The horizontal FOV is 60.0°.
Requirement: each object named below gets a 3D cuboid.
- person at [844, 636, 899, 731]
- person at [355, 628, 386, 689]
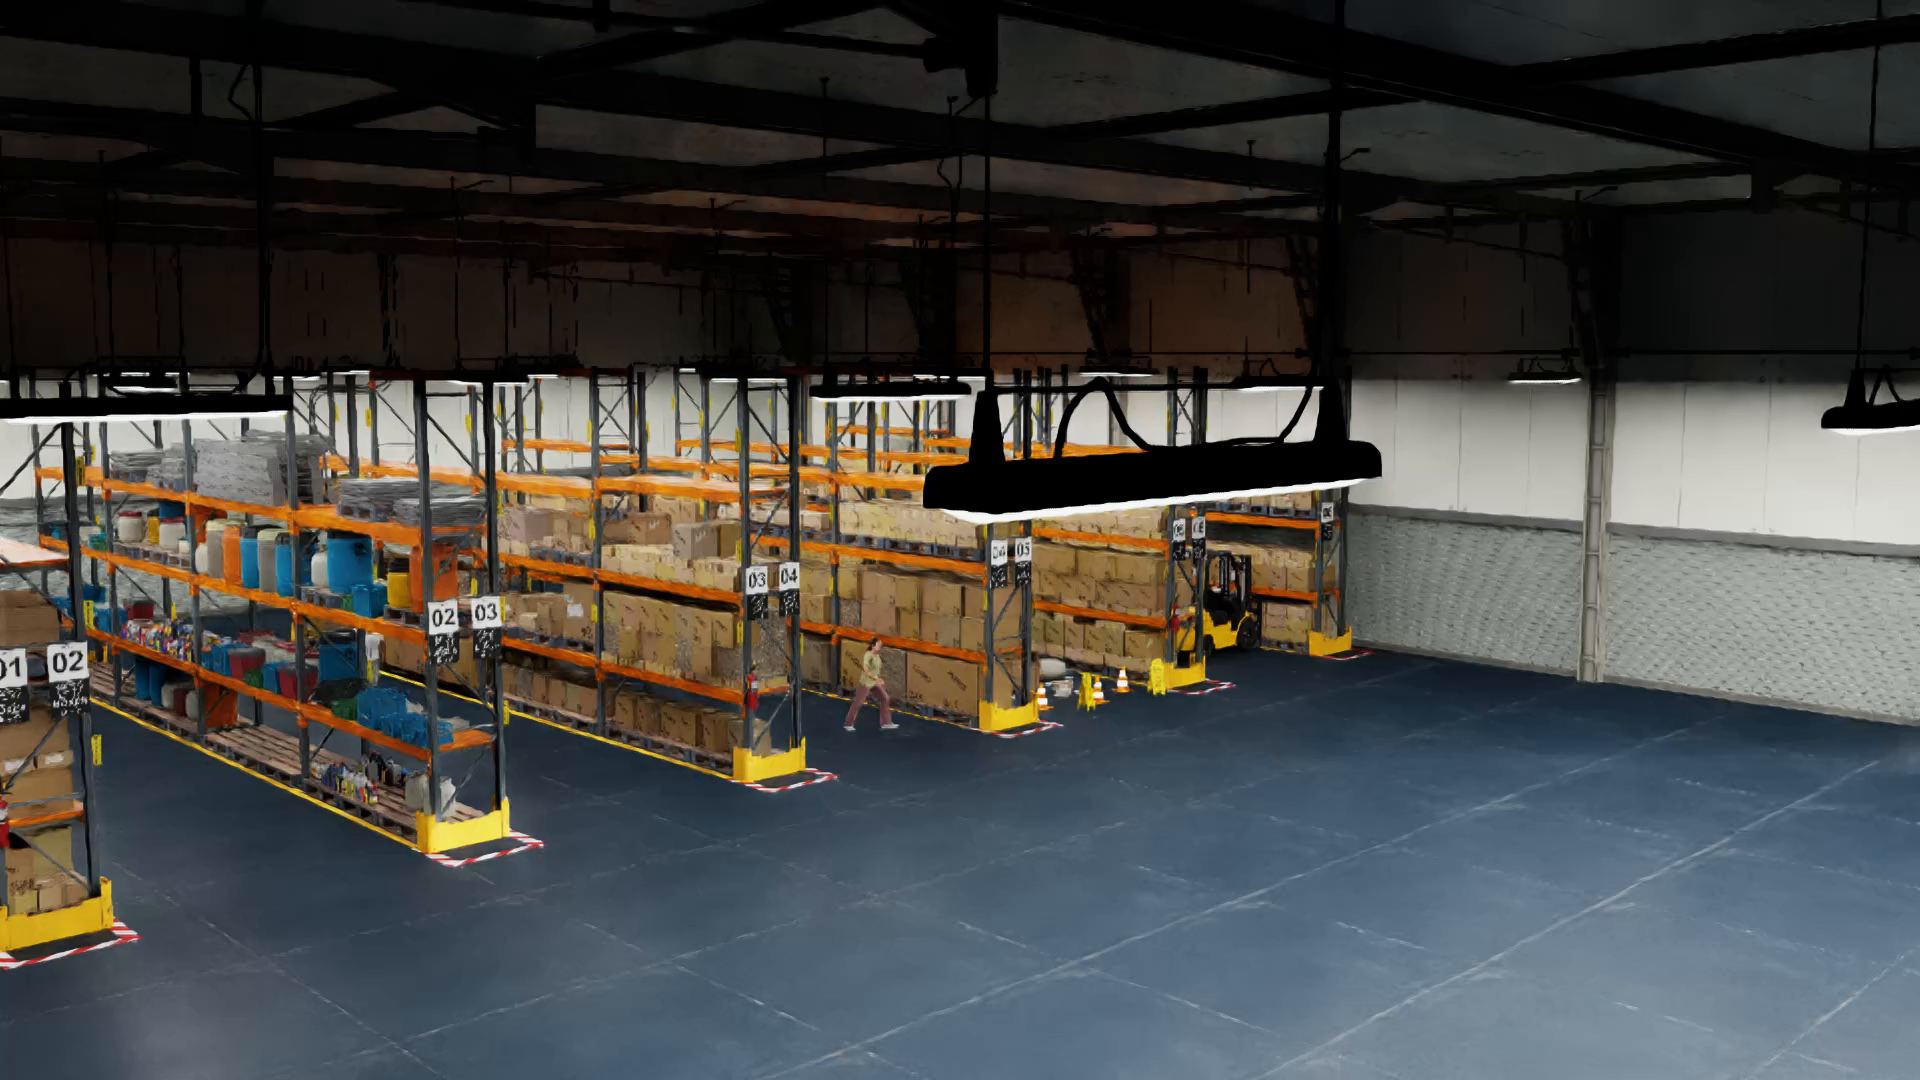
[{"bbox_3d":[-1.522,2.389,27.815,0.814,1.604,0.621,4,7,29],"label":"person"},{"bbox_3d":[-10.620,2.131,29.774,0.578,1.714,0.719,6,9,43],"label":"person"}]
